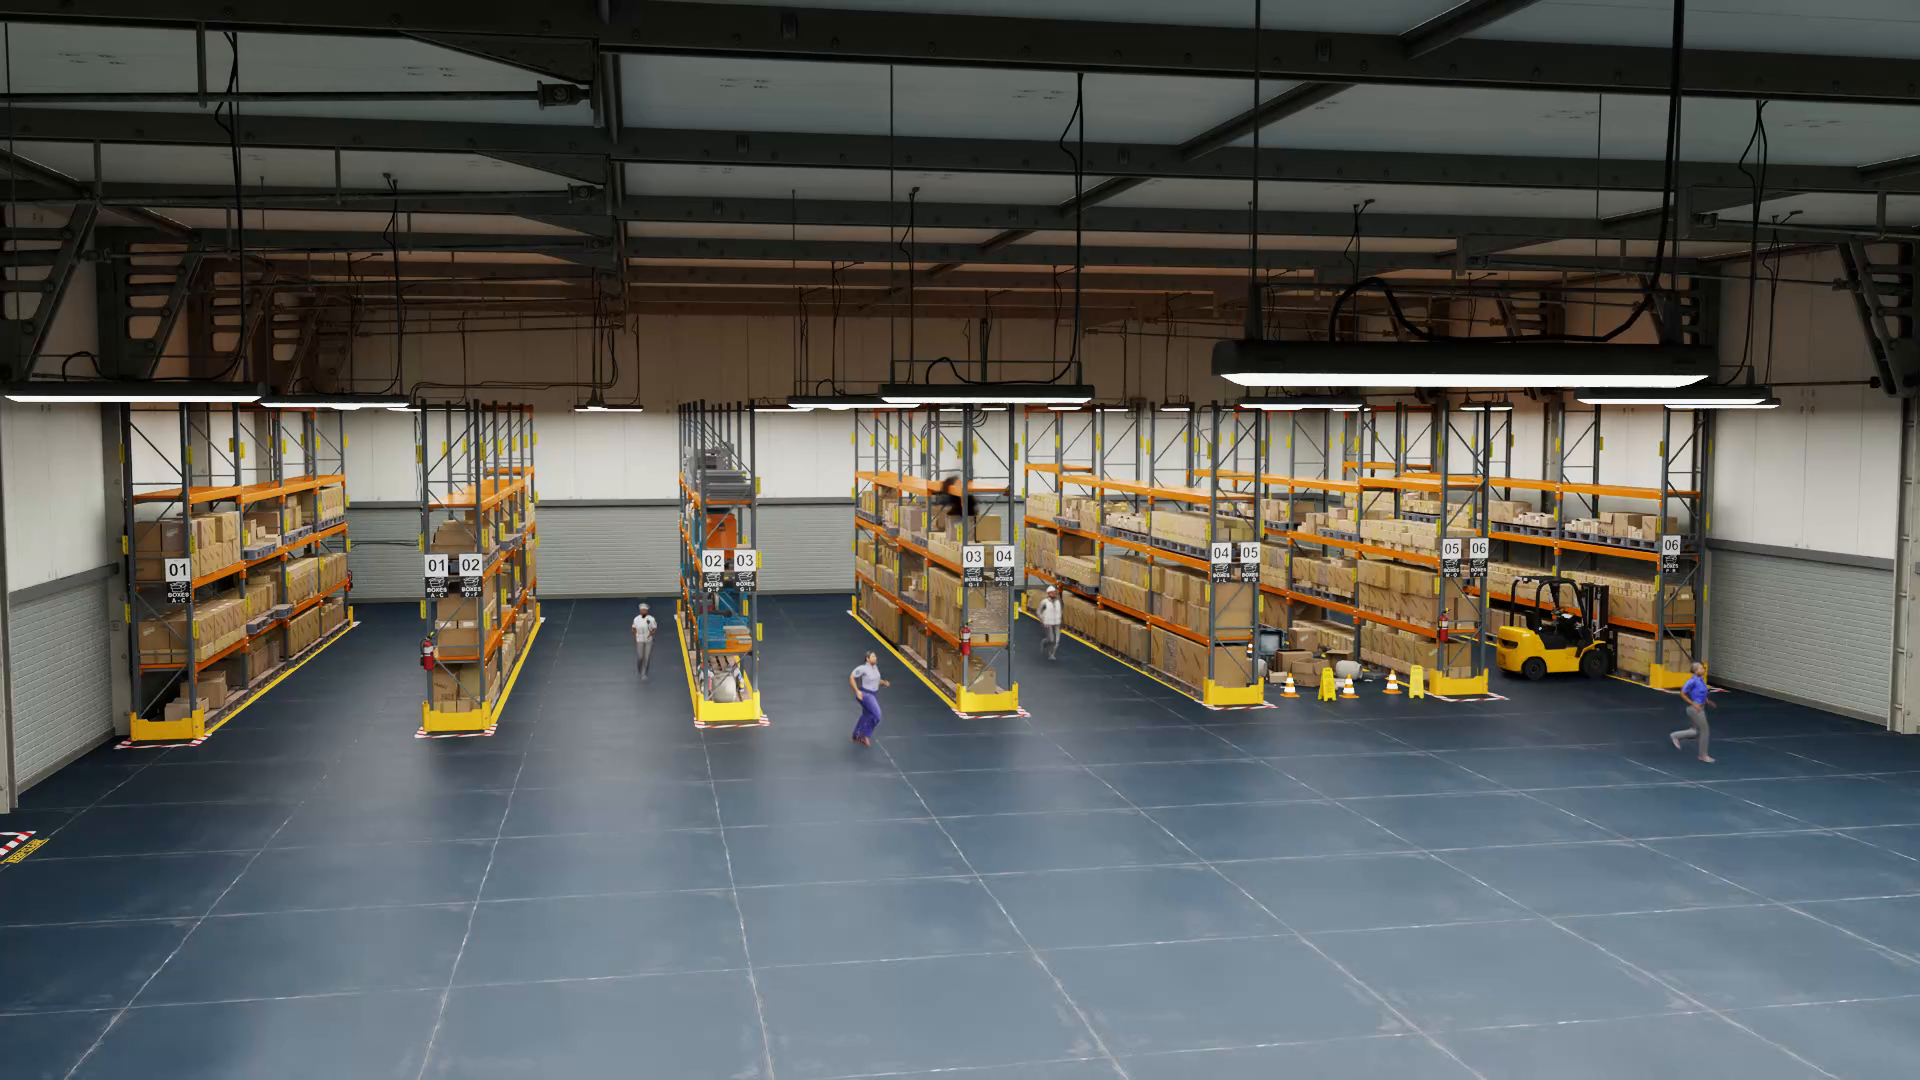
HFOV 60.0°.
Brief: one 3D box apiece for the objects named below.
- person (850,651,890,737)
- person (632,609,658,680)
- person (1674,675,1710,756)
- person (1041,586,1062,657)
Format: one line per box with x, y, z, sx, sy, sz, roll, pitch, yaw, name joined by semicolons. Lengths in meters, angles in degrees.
-1.552;2.679;28.796;0.661;1.537;0.597;2;5;21;person
-6.774;2.216;35.730;0.561;1.620;0.558;-1;4;-7;person
12.160;2.899;27.599;0.615;1.346;0.541;4;6;41;person
2.123;1.916;38.734;0.532;1.669;0.536;-2;5;-23;person
